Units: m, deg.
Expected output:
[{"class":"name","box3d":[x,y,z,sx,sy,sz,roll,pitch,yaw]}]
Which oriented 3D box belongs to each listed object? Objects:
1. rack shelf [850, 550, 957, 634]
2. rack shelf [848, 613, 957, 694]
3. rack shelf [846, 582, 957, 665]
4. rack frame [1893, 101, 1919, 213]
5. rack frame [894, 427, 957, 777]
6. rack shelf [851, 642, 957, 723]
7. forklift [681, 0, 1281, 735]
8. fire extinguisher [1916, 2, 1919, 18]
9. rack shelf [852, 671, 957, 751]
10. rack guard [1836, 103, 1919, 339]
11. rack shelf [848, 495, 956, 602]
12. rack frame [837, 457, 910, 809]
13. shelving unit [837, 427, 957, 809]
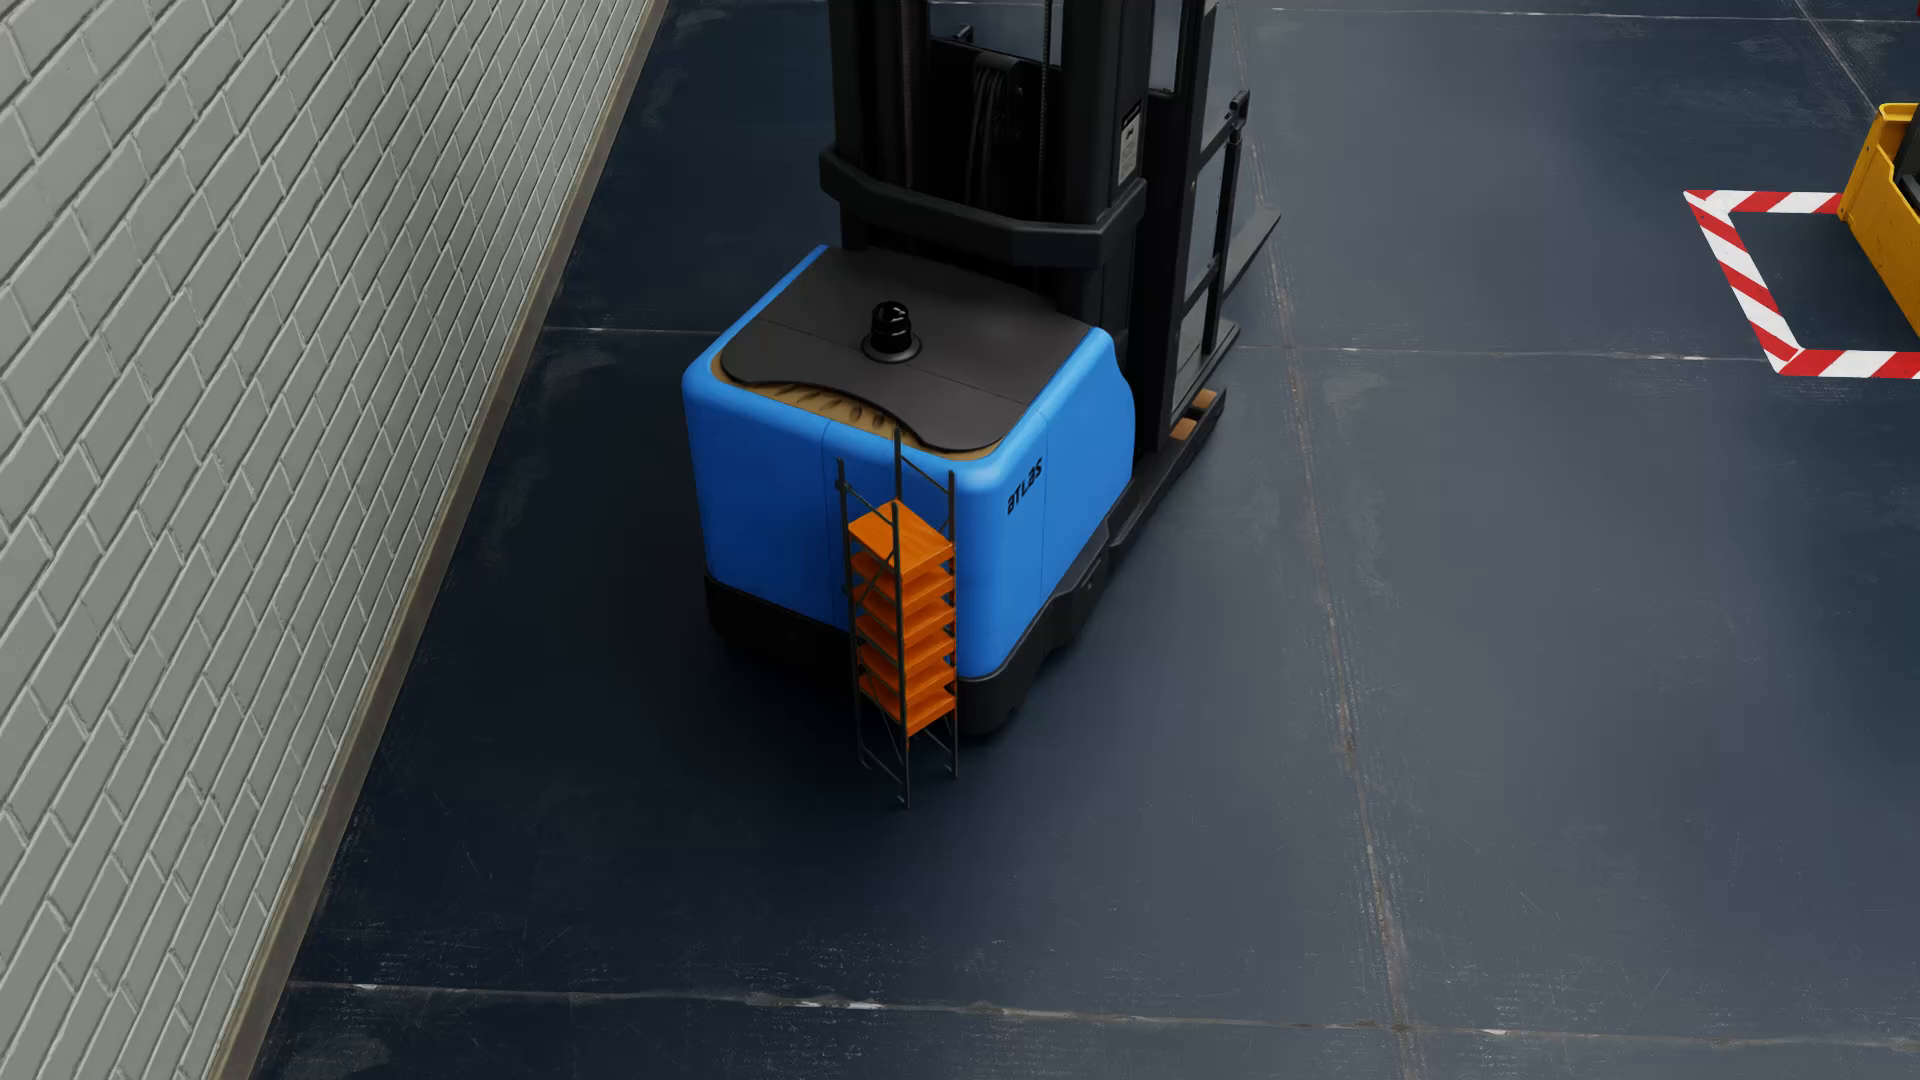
[{"class":"rack shelf","box3d":[-0.161,0.107,4.467,0.180,0.103,0.258,-30,51,-28]},{"class":"rack shelf","box3d":[-0.160,0.282,4.631,0.180,0.103,0.258,-30,51,-28]},{"class":"rack shelf","box3d":[-0.160,0.195,4.549,0.180,0.103,0.258,-30,51,-28]},{"class":"rack frame","box3d":[4.014,-2.174,5.883,0.127,3.000,1.000,2,43,2]},{"class":"rack frame","box3d":[-0.090,0.209,4.644,0.006,1.200,0.240,-30,51,-28]},{"class":"rack shelf","box3d":[-0.159,0.370,4.713,0.180,0.103,0.258,-30,51,-28]},{"class":"forklift","box3d":[0.329,-1.485,5.194,1.130,2.935,3.031,20,47,20]},{"class":"fire extinguisher","box3d":[3.884,-2.323,6.374,0.183,0.674,0.296,2,43,2]},{"class":"rack shelf","box3d":[-0.159,0.457,4.795,0.180,0.103,0.258,-30,51,-28]},{"class":"rack guard","box3d":[3.989,-1.251,6.726,0.348,0.500,1.175,2,43,2]},{"class":"rack shelf","box3d":[-0.161,0.020,4.385,0.180,0.103,0.258,-30,51,-28]},{"class":"rack frame","box3d":[-0.230,0.291,4.558,0.006,1.200,0.240,-30,51,-28]},{"class":"shelving unit","box3d":[-0.160,0.250,4.601,0.189,1.200,0.258,-30,51,-28]}]
